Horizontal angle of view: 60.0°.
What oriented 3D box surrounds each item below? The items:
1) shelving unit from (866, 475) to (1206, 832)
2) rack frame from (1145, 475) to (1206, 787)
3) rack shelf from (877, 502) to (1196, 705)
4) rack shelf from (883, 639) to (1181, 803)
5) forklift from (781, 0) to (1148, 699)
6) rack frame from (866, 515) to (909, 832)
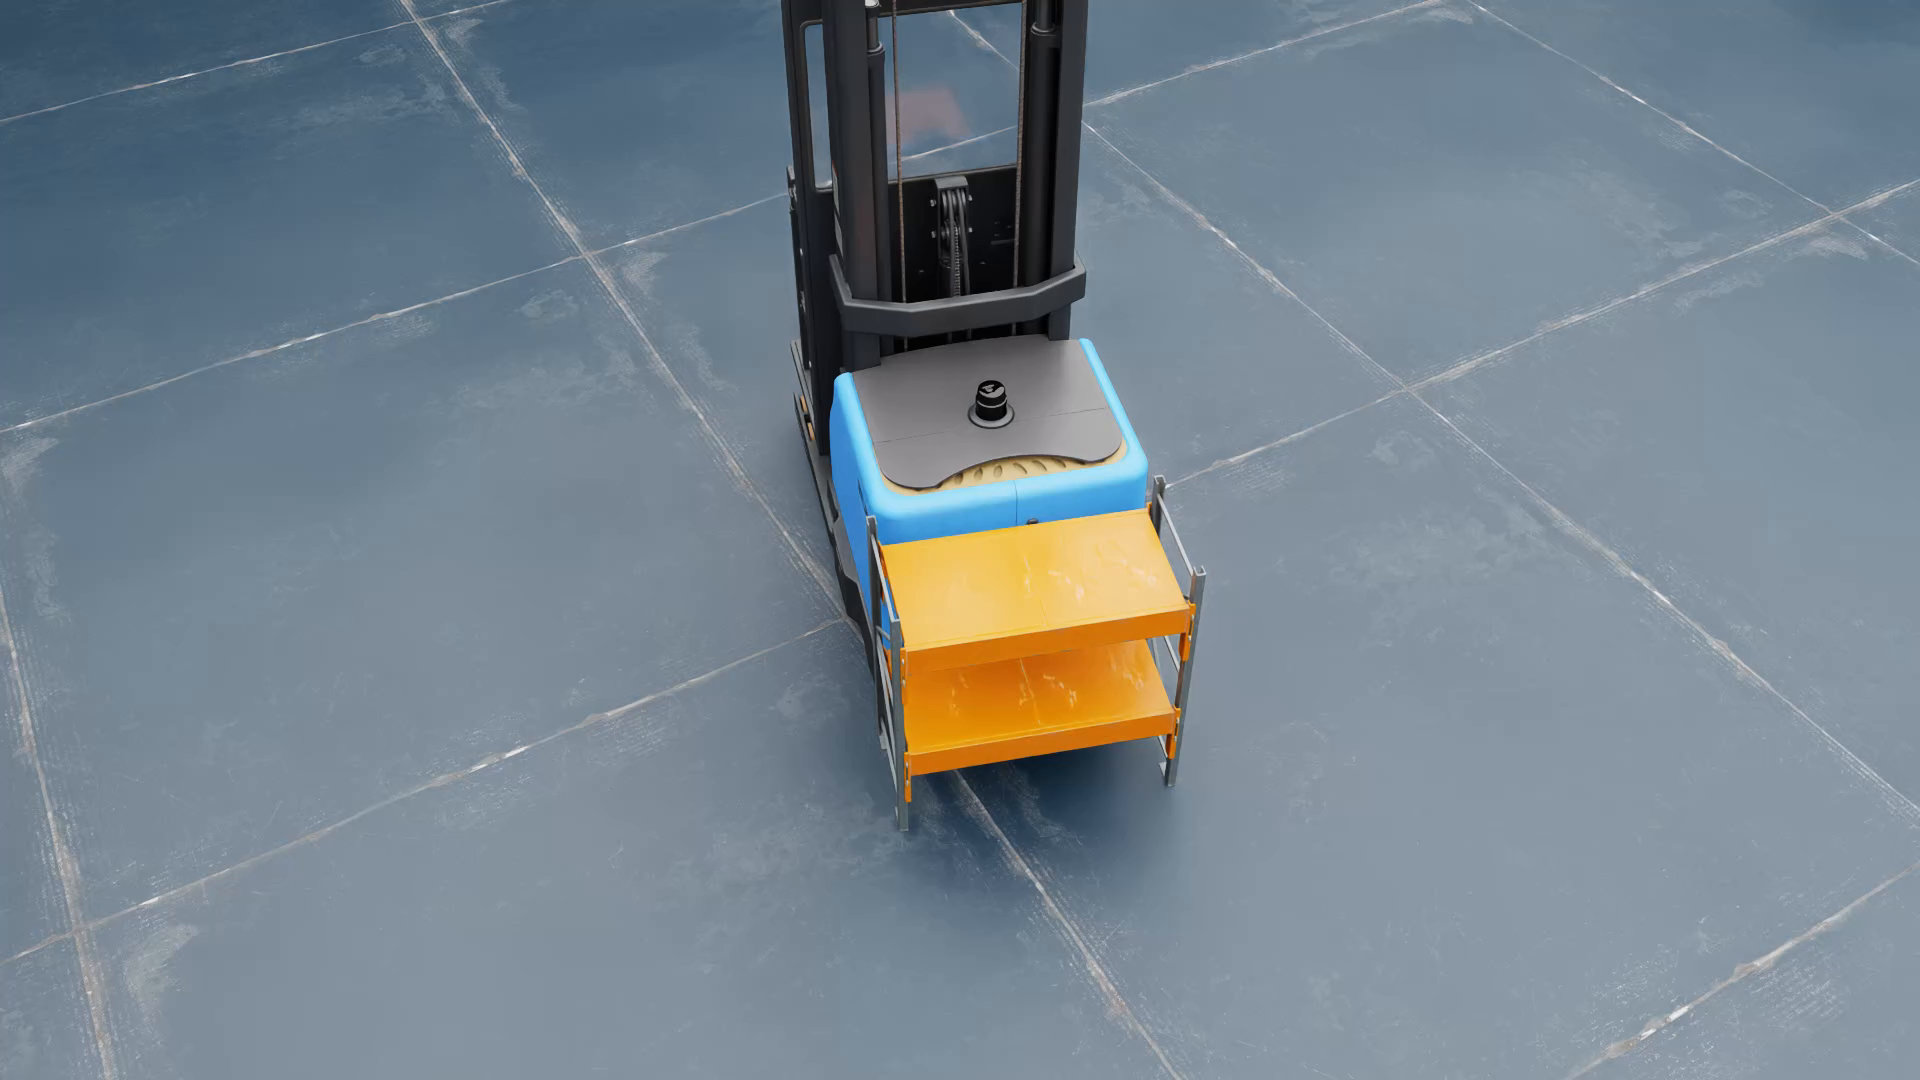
[{"bbox_3d":[0.244,0.420,5.939,1.048,1.125,0.538,-8,45,-8],"label":"shelving unit"},{"bbox_3d":[0.742,0.349,6.012,0.032,1.125,0.500,-8,45,-8],"label":"rack frame"},{"bbox_3d":[0.244,0.210,5.735,1.000,0.278,0.538,-8,45,-8],"label":"rack shelf"},{"bbox_3d":[0.244,0.596,6.109,1.000,0.278,0.538,-8,45,-8],"label":"rack shelf"},{"bbox_3d":[-0.142,-1.474,6.593,1.130,2.935,3.031,-9,45,-9],"label":"forklift"},{"bbox_3d":[-0.254,0.492,5.865,0.032,1.125,0.500,-8,45,-8],"label":"rack frame"}]
